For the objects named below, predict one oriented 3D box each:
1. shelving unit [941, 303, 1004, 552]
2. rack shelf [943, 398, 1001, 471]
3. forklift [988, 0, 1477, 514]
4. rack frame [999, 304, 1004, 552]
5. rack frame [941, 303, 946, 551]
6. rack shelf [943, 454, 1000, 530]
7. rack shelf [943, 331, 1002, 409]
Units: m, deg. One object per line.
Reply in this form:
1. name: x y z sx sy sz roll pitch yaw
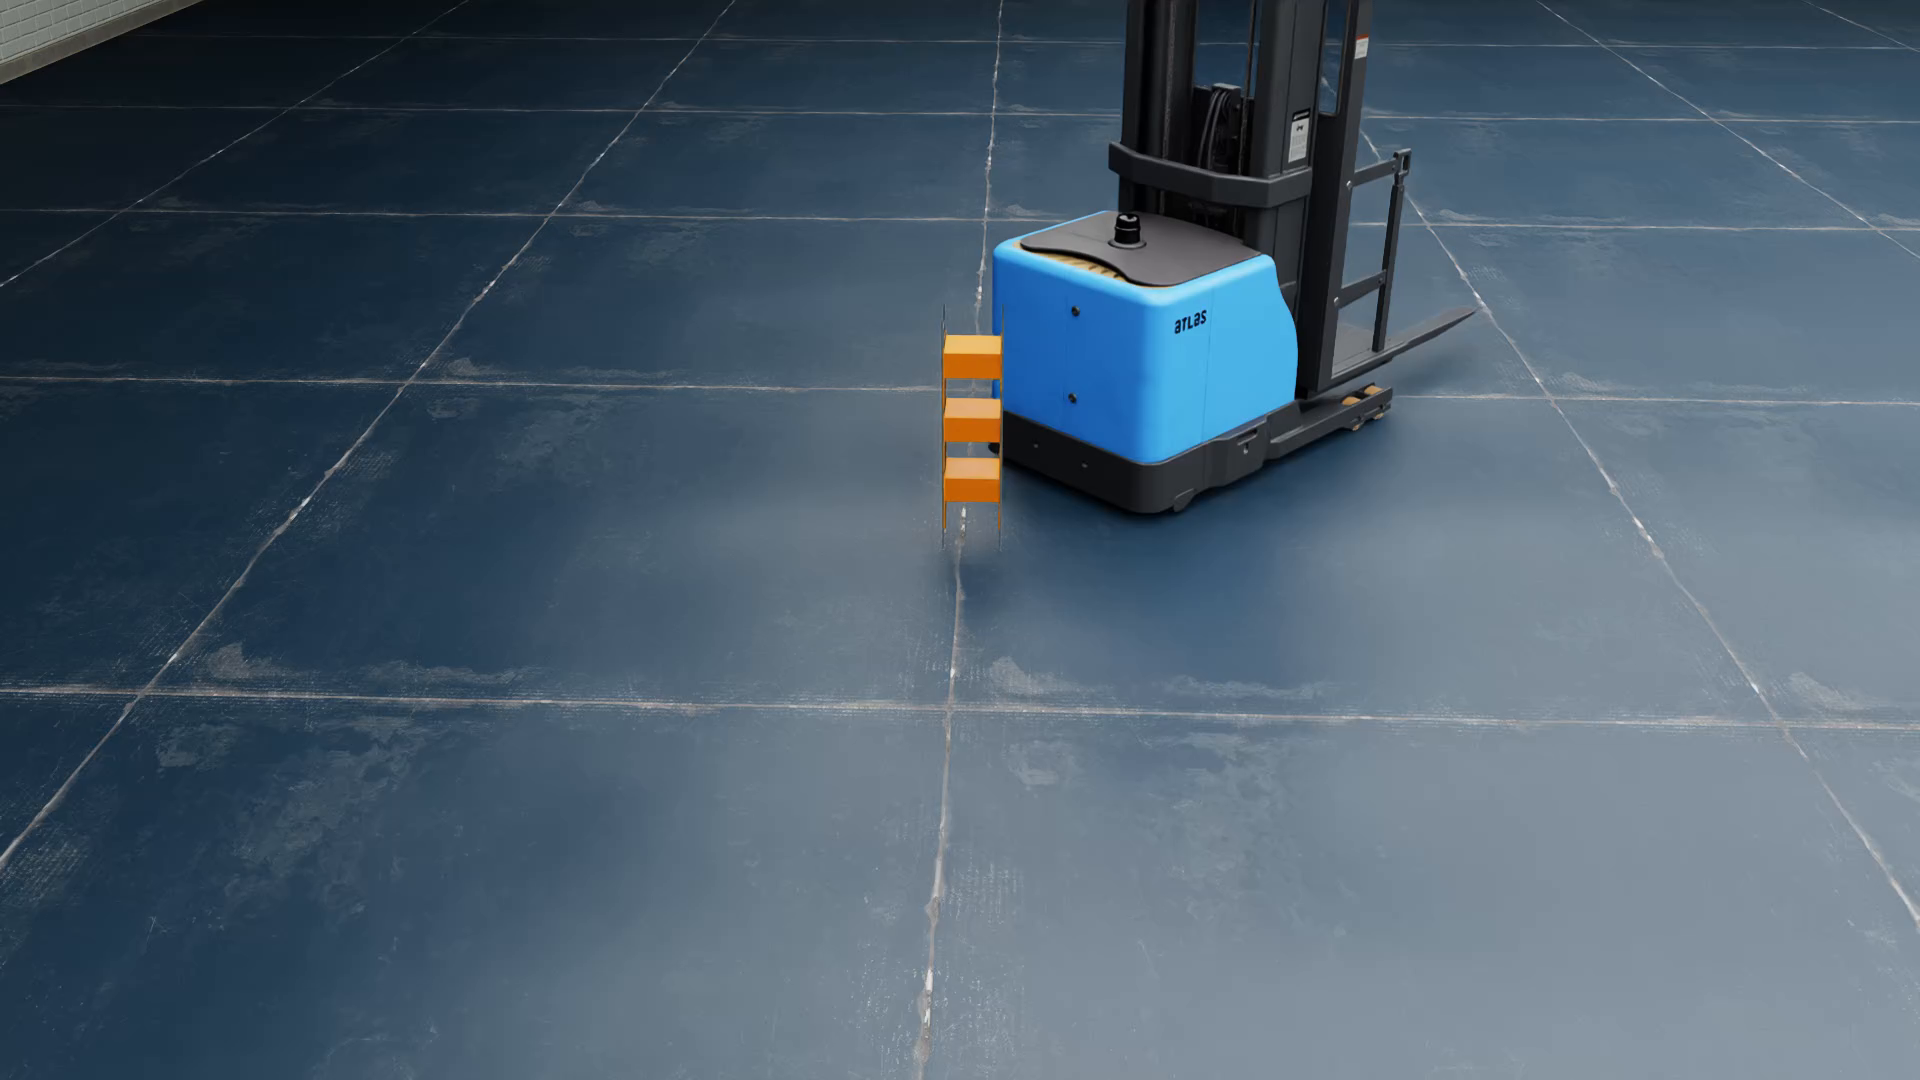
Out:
1. shelving unit: 0.053 -0.463 7.002 0.252 1.050 0.215 1 28 2
2. rack shelf: 0.053 -0.454 7.007 0.240 0.259 0.215 1 28 2
3. forklift: 1.540 -1.996 7.885 3.031 2.935 1.130 -24 36 -38
4. rack frame: 0.175 -0.461 6.999 0.008 1.050 0.200 1 28 2
5. rack frame: -0.068 -0.465 7.006 0.008 1.050 0.200 1 28 2
6. rack shelf: 0.053 -0.208 7.138 0.240 0.259 0.215 1 28 2
7. rack shelf: 0.053 -0.704 6.874 0.240 0.259 0.215 1 28 2
